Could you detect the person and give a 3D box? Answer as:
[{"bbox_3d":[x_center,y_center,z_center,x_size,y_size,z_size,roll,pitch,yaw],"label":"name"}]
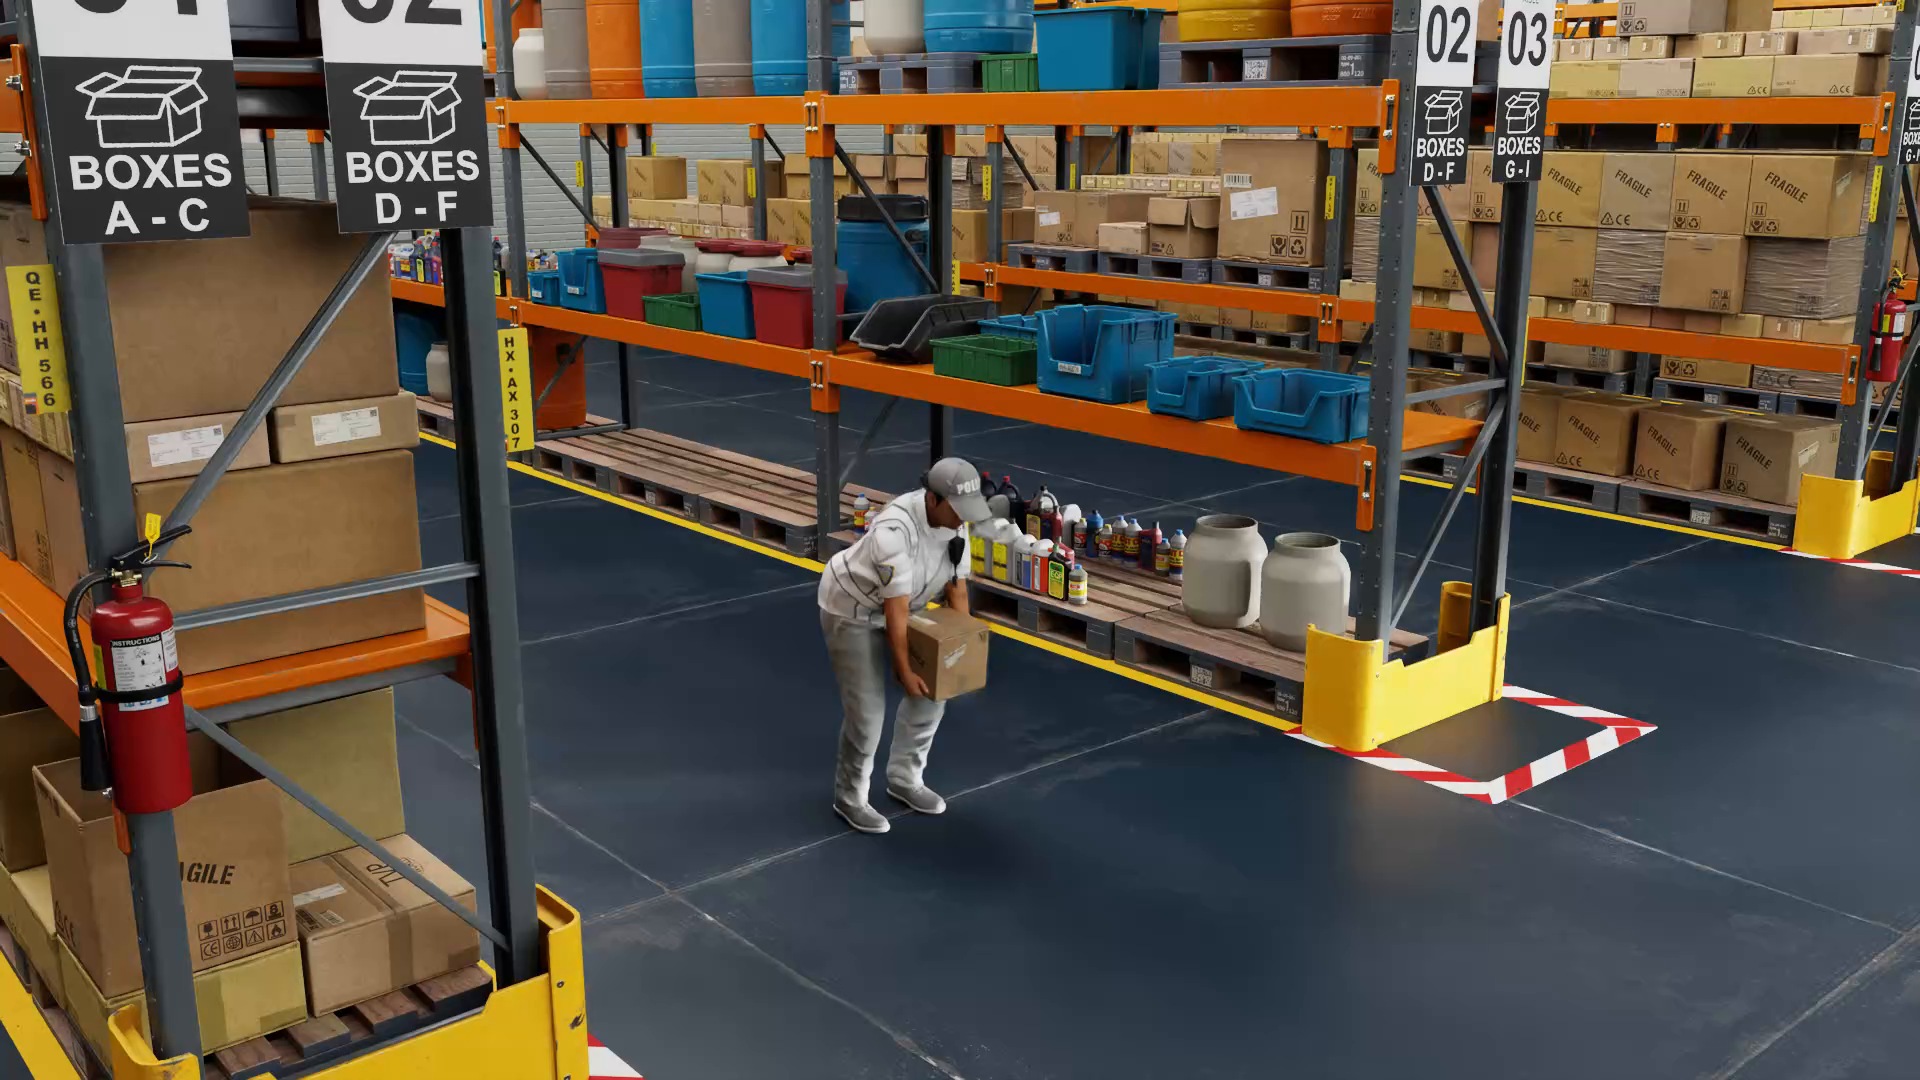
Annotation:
[{"bbox_3d":[-0.192,0.389,6.331,0.456,1.493,0.774,-13,19,-41],"label":"person"}]
